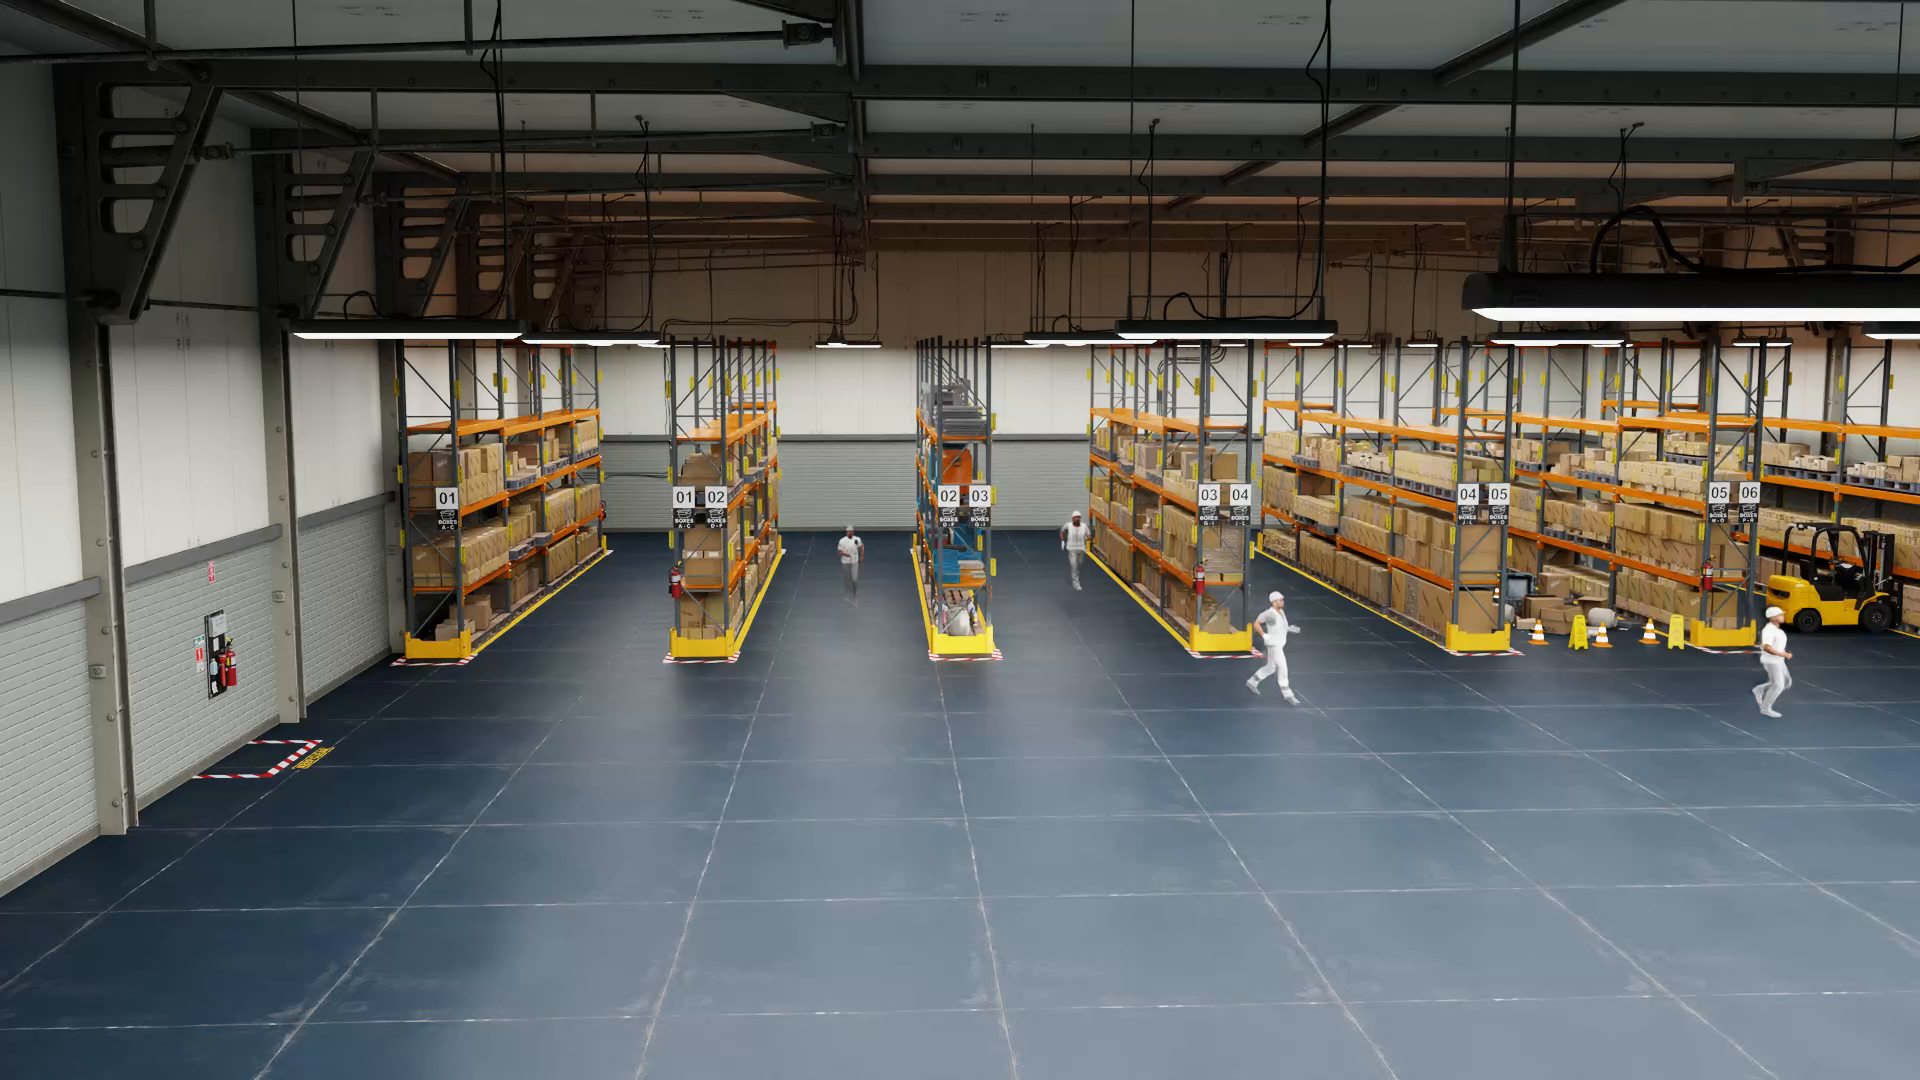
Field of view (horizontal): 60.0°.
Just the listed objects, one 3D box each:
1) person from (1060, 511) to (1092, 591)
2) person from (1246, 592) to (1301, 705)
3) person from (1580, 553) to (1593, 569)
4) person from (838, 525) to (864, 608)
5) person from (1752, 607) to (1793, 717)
[{"bbox_3d":[2.647,0.251,37.796,0.686,1.827,0.906,-1,7,-10],"label":"person"},{"bbox_3d":[5.132,1.740,27.130,0.979,1.807,0.651,4,7,29],"label":"person"},{"bbox_3d":[16.059,0.015,42.595,0.715,1.754,0.554,0,6,0],"label":"person"},{"bbox_3d":[-2.345,0.561,35.825,0.584,1.805,0.699,-1,7,-7],"label":"person"},{"bbox_3d":[12.780,1.905,26.119,0.593,1.726,0.744,5,8,35],"label":"person"}]
